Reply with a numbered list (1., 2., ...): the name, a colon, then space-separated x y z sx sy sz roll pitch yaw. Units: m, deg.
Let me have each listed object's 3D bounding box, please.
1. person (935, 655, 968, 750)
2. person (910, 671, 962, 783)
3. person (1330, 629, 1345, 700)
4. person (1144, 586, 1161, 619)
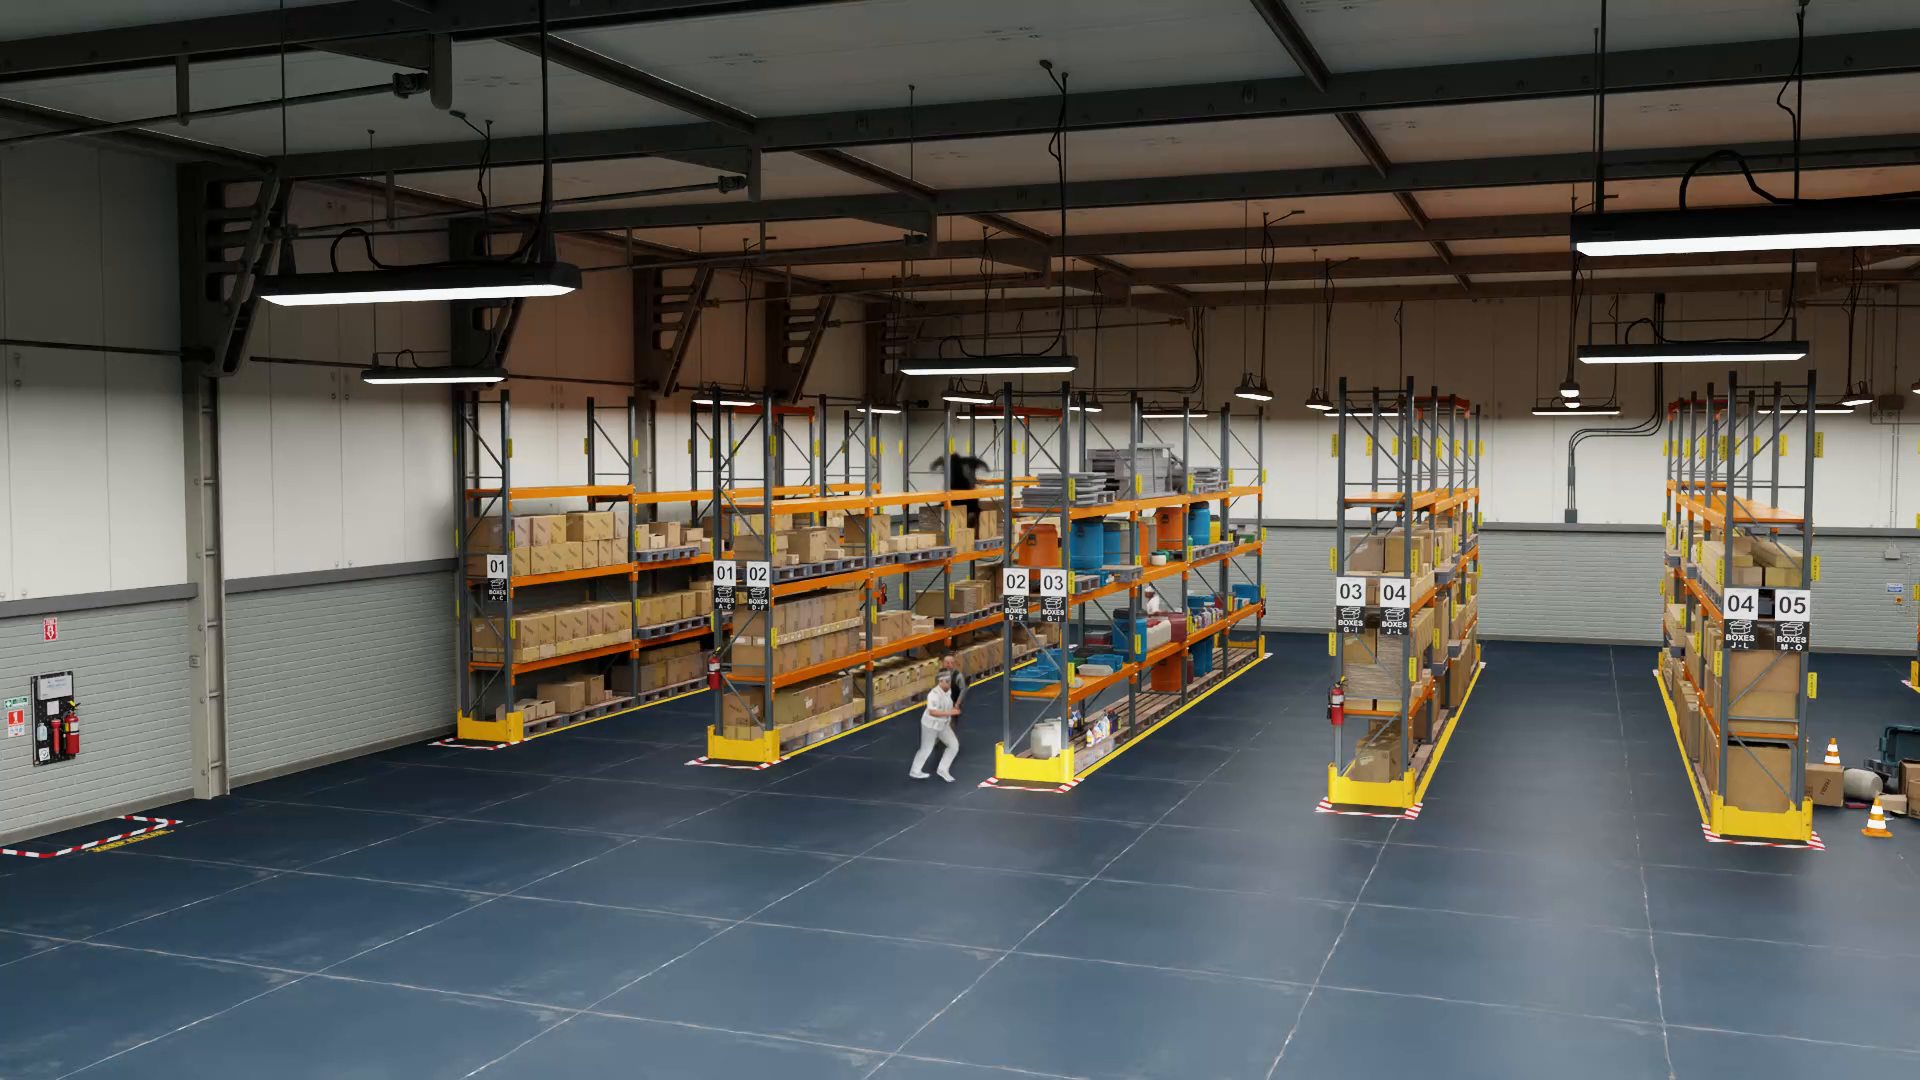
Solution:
1. person: -0.181 2.678 26.876 0.678 1.658 0.781 1 3 18
2. person: -0.330 2.792 24.876 0.975 1.724 0.669 3 4 40
3. person: 7.644 2.320 33.000 0.694 1.728 0.613 3 4 43
4. person: 4.376 1.873 37.257 0.680 1.725 0.828 -1 3 -15
